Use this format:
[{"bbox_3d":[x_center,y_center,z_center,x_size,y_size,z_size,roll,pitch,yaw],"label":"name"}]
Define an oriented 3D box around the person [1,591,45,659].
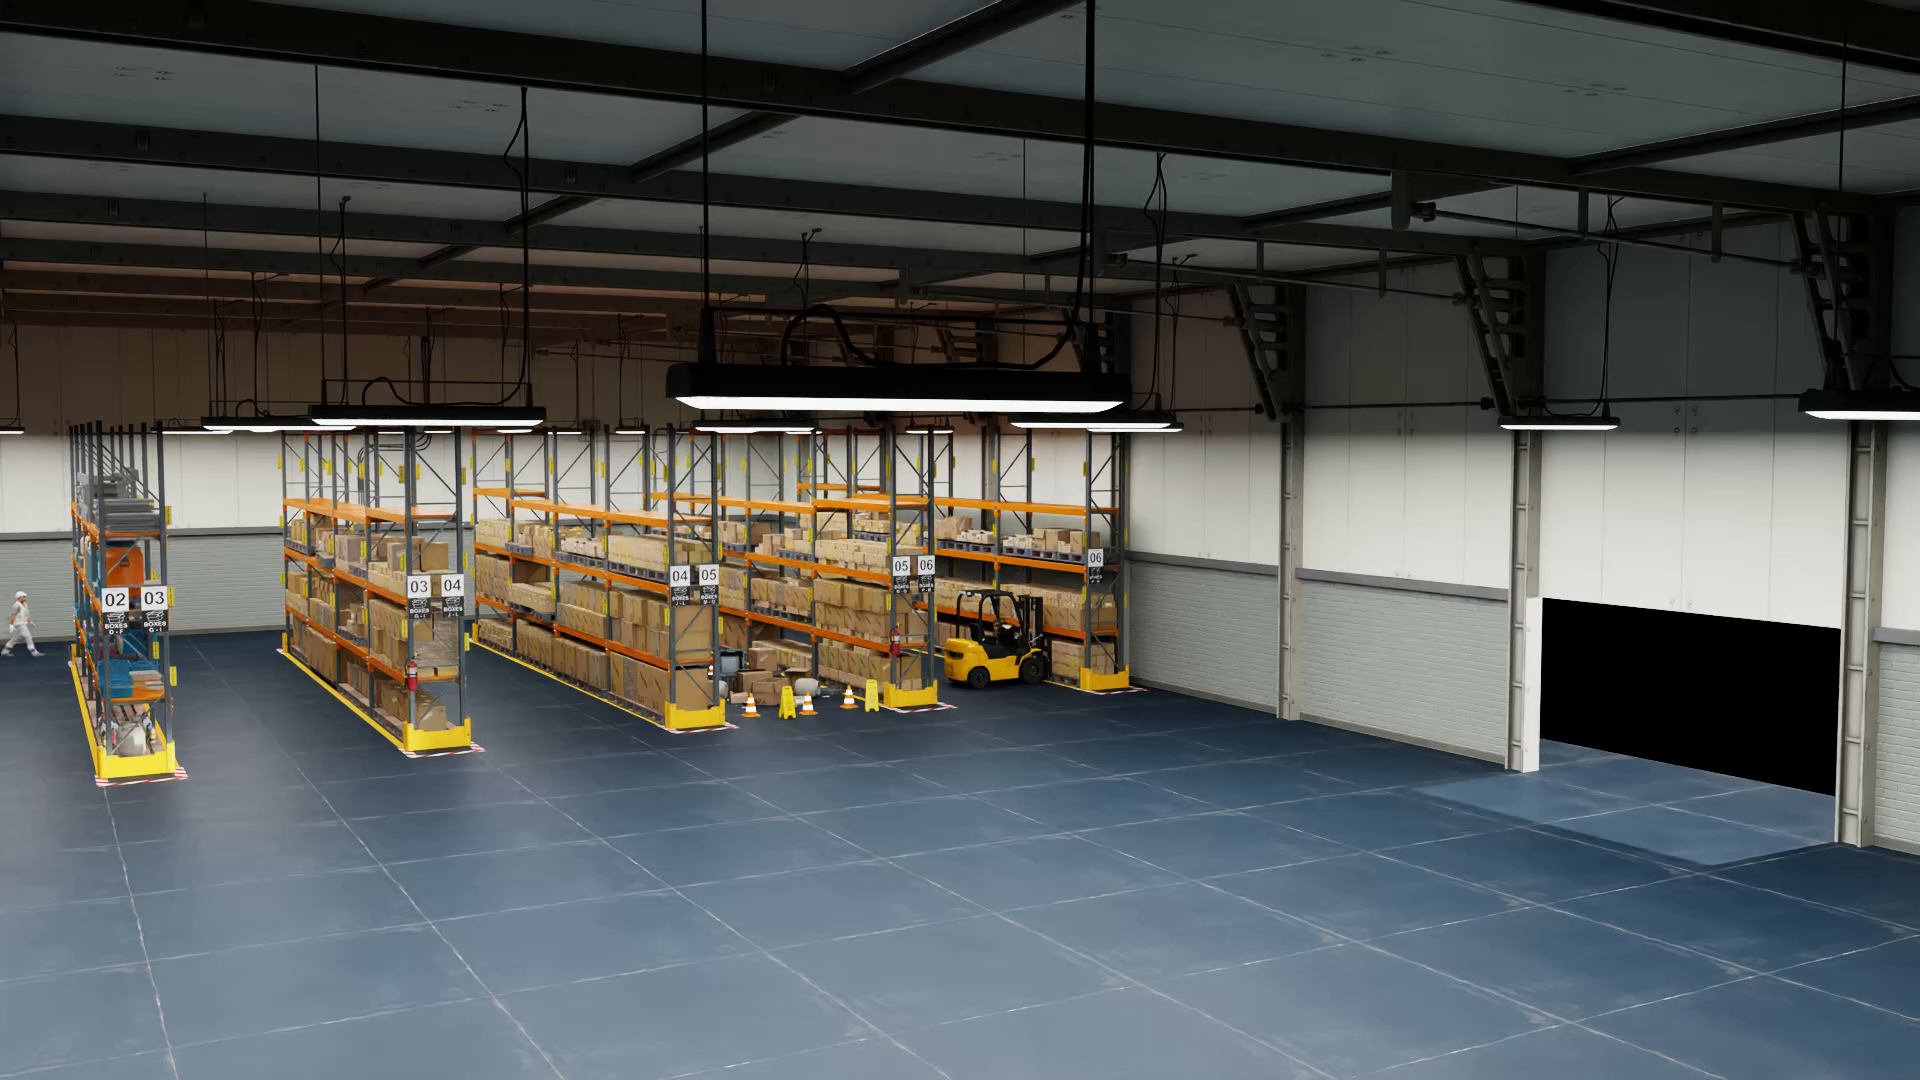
[{"bbox_3d":[-24.216,2.194,42.951,1.086,1.745,0.579,-1,4,-12],"label":"person"}]
